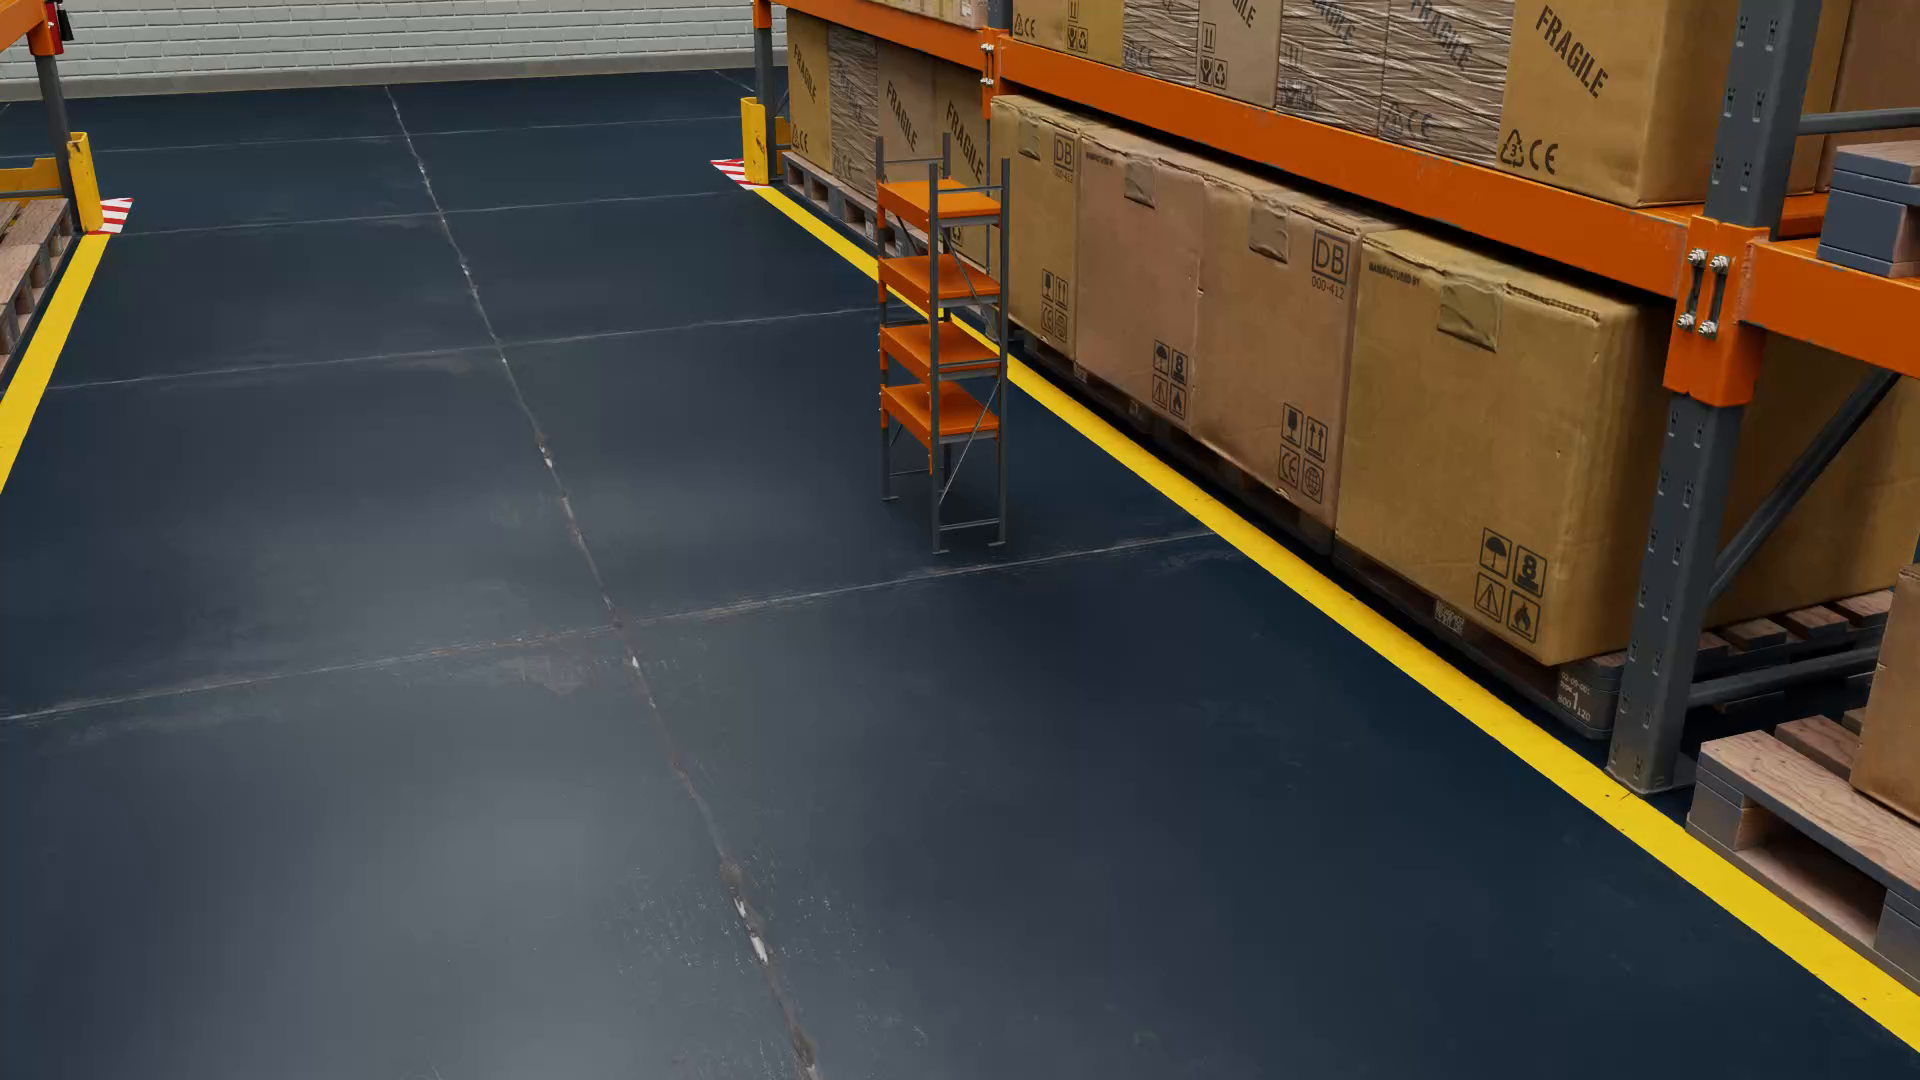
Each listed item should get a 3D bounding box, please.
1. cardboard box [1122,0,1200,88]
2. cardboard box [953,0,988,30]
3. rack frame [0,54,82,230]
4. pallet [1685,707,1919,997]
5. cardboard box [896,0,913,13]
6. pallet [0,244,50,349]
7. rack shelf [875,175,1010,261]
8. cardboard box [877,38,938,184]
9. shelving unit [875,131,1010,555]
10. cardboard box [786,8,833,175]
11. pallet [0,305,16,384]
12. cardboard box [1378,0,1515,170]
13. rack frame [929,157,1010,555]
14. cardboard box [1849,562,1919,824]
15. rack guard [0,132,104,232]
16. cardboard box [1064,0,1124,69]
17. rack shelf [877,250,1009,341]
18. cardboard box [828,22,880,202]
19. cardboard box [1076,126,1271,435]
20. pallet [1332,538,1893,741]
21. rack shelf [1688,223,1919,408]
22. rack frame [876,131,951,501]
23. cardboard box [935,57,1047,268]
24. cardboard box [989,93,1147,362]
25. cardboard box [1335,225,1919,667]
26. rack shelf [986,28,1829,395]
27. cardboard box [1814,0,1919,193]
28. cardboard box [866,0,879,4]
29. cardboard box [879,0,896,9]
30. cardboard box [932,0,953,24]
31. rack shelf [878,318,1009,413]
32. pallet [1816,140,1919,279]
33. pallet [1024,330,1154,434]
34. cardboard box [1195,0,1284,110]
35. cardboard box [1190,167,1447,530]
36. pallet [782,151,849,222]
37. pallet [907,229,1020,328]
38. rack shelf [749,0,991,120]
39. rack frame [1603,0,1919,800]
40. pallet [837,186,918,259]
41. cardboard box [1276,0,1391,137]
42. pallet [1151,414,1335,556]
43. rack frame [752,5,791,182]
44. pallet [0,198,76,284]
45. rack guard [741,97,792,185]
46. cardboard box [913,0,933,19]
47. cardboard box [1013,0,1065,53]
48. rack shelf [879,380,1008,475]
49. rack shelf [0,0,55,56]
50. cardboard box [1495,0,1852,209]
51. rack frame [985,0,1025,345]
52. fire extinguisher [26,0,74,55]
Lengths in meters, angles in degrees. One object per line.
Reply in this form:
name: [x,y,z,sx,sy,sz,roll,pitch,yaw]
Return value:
cardboard box: [0.885,-1.809,5.551,0.500,0.500,0.500,-9,24,-20]
cardboard box: [0.187,-2.279,7.118,0.380,0.149,0.250,-8,24,-19]
rack frame: [-5.446,-3.102,8.749,1.000,3.000,0.127,-8,24,-19]
pallet: [2.289,0.694,3.332,1.003,0.211,1.213,-8,24,-19]
cardboard box: [-0.086,-2.559,7.783,0.380,0.149,0.250,-8,24,-18]
pallet: [-4.763,-1.070,7.517,1.003,0.211,1.213,-8,24,-19]
rack shelf: [-0.058,-0.975,5.007,0.258,0.148,0.480,-8,24,-19]
cardboard box: [0.125,-2.121,8.615,0.875,0.875,0.875,-8,24,-19]
shelving unit: [-0.058,-0.613,5.160,0.258,1.200,0.503,-8,24,-19]
cardboard box: [-0.511,-2.775,10.167,0.875,0.875,0.875,-8,24,-19]
pallet: [-4.329,-0.626,6.463,1.003,0.211,1.213,-8,24,-19]
cardboard box: [1.437,-1.249,4.222,0.500,0.500,0.500,-9,24,-19]
rack frame: [0.028,-0.524,4.949,0.240,1.200,0.015,-8,24,-19]
cardboard box: [2.270,0.315,3.294,0.700,0.500,0.500,-10,25,-22]
rack guard: [-5.466,-1.958,9.251,1.175,0.500,0.348,-8,24,-19]
cardboard box: [0.708,-1.991,5.982,0.500,0.500,0.500,-8,24,-19]
rack shelf: [-0.058,-0.757,5.099,0.258,0.148,0.480,-8,24,-19]
cardboard box: [-0.190,-2.444,9.382,0.875,0.875,0.875,-8,24,-19]
cardboard box: [1.162,-0.989,5.929,1.225,0.875,0.875,-9,25,-21]
pallet: [1.806,0.113,4.710,1.003,0.211,1.213,-8,24,-19]
rack shelf: [2.721,0.183,1.880,1.077,0.370,4.000,-8,24,-19]
rack frame: [-0.145,-0.702,5.370,0.240,1.200,0.015,-8,24,-19]
cardboard box: [0.443,-1.794,7.839,0.875,0.875,0.875,-8,24,-19]
cardboard box: [0.846,-1.313,6.699,1.225,0.875,0.875,-8,24,-19]
cardboard box: [1.790,-0.343,4.397,1.225,0.875,0.875,-10,25,-21]
rack shelf: [1.308,-1.270,5.328,1.077,0.370,4.000,-8,24,-19]
cardboard box: [2.097,-1.135,3.953,0.500,0.500,0.500,-8,24,-17]
cardboard box: [-0.267,-2.746,8.226,0.380,0.149,0.250,-9,24,-20]
cardboard box: [-0.177,-2.653,8.005,0.380,0.149,0.250,-8,24,-18]
cardboard box: [0.096,-2.372,7.340,0.380,0.149,0.250,-8,24,-18]
rack shelf: [-0.058,-0.551,5.186,0.258,0.148,0.480,-8,24,-19]
pallet: [2.366,-0.543,2.922,1.213,0.211,1.003,-8,24,-19]
pallet: [0.944,-0.774,6.814,1.003,0.211,1.213,-8,24,-19]
cardboard box: [1.072,-1.622,5.107,0.500,0.500,0.500,-8,24,-18]
cardboard box: [1.482,-0.668,5.168,1.225,0.875,0.875,-8,24,-19]
pallet: [-0.456,-2.217,10.239,1.003,0.211,1.213,-8,24,-19]
pallet: [0.406,-1.331,8.135,1.003,0.211,1.213,-8,24,-19]
rack shelf: [-0.105,-2.724,8.777,1.077,0.370,4.000,-8,24,-19]
rack frame: [2.014,-0.875,3.465,1.000,3.000,0.127,-8,24,-19]
pallet: [-0.029,-1.775,9.189,1.003,0.211,1.213,-8,24,-19]
cardboard box: [1.251,-1.437,4.668,0.500,0.500,0.500,-9,25,-21]
pallet: [1.379,-0.330,5.760,1.003,0.211,1.213,-8,24,-19]
rack frame: [-0.812,-3.782,10.361,1.000,3.000,0.127,-8,24,-19]
pallet: [-5.191,-1.513,8.567,1.003,0.211,1.213,-8,24,-19]
rack guard: [-0.820,-2.639,10.867,1.175,0.500,0.348,-8,24,-19]
cardboard box: [0.005,-2.466,7.561,0.380,0.149,0.250,-9,24,-20]
cardboard box: [0.530,-2.173,6.416,0.500,0.500,0.500,-8,24,-19]
rack shelf: [-0.058,-0.368,5.263,0.258,0.148,0.480,-8,24,-19]
rack shelf: [-4.739,-2.044,7.164,1.077,0.370,4.000,-8,24,-19]
cardboard box: [1.608,-1.067,3.790,0.500,0.500,0.500,-8,24,-17]
rack frame: [0.601,-2.329,6.913,1.000,3.000,0.127,-8,24,-19]
fire extinguisher: [-5.074,-3.012,9.114,0.296,0.674,0.183,-8,24,-19]
